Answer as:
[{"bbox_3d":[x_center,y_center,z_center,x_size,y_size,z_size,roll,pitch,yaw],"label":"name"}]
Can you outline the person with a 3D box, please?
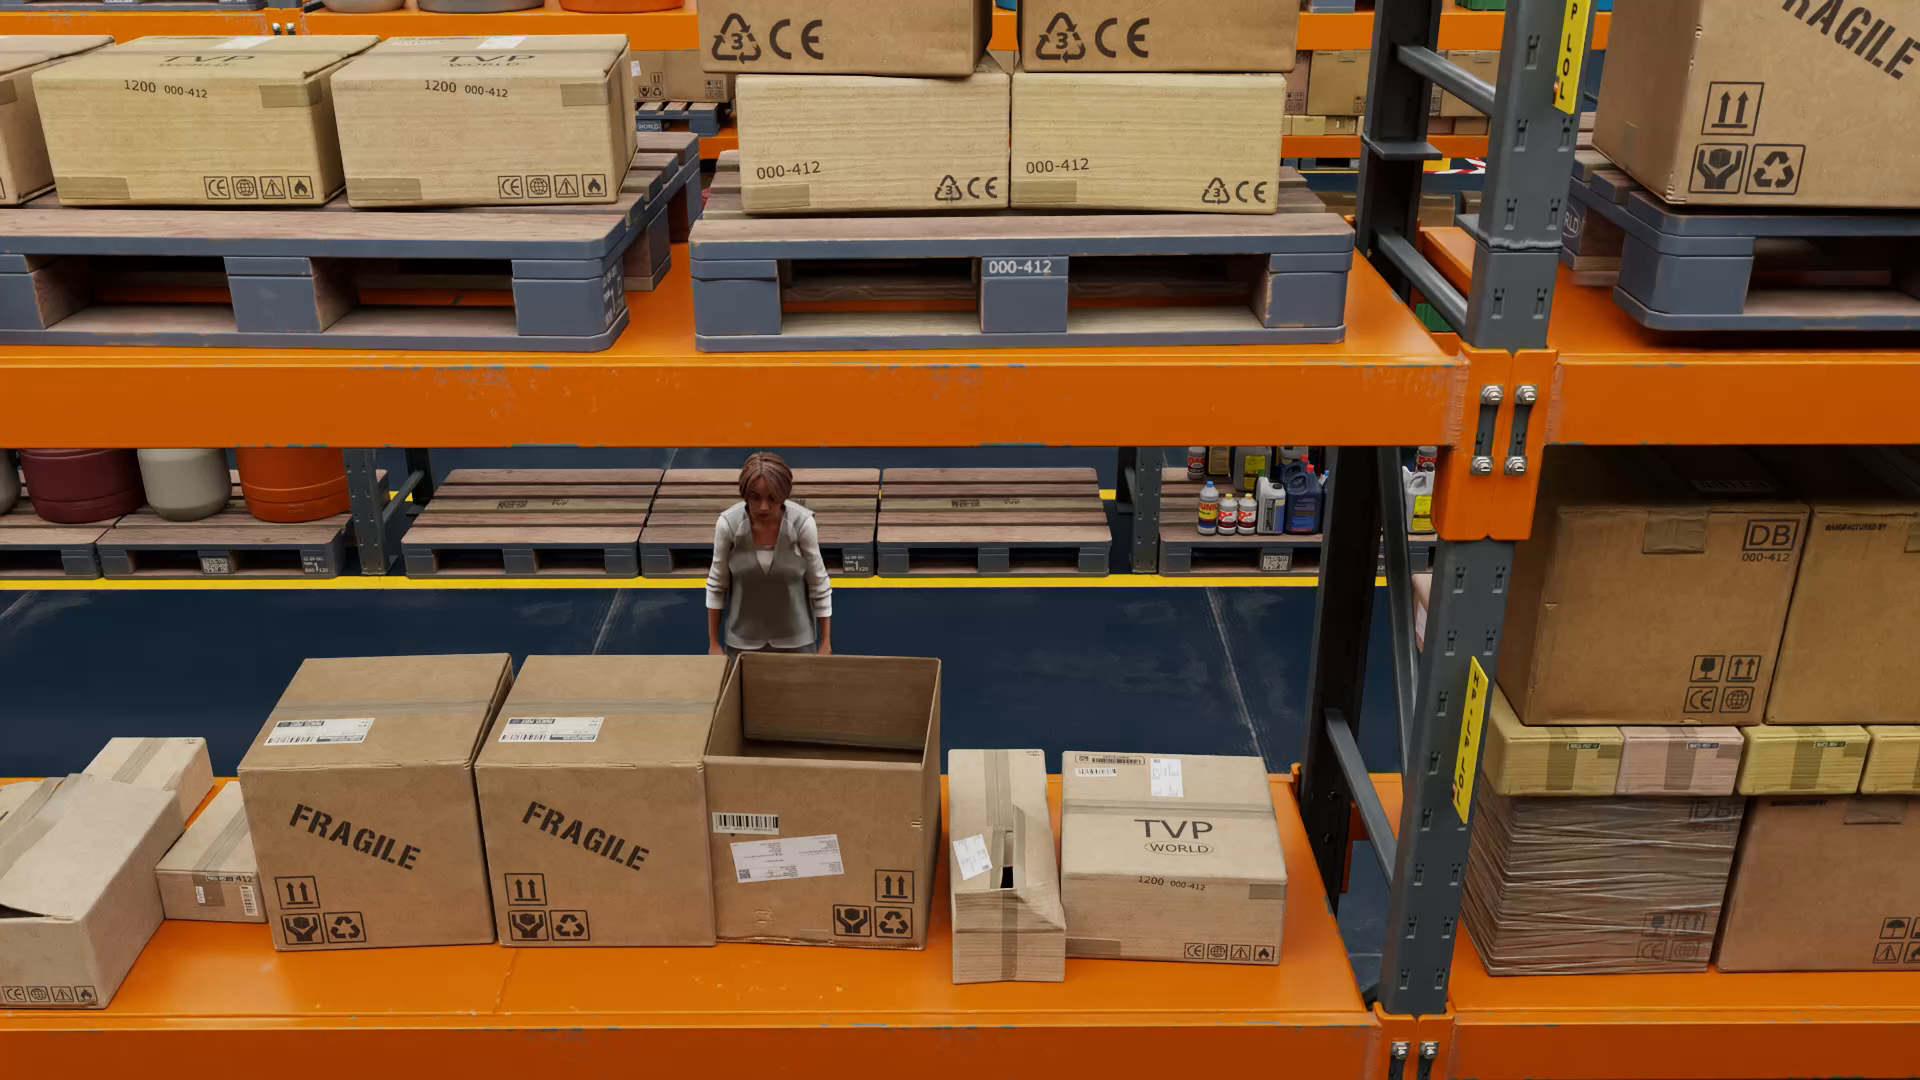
[{"bbox_3d":[-0.714,0.401,6.237,0.478,1.593,0.367,-1,24,-2],"label":"person"}]
